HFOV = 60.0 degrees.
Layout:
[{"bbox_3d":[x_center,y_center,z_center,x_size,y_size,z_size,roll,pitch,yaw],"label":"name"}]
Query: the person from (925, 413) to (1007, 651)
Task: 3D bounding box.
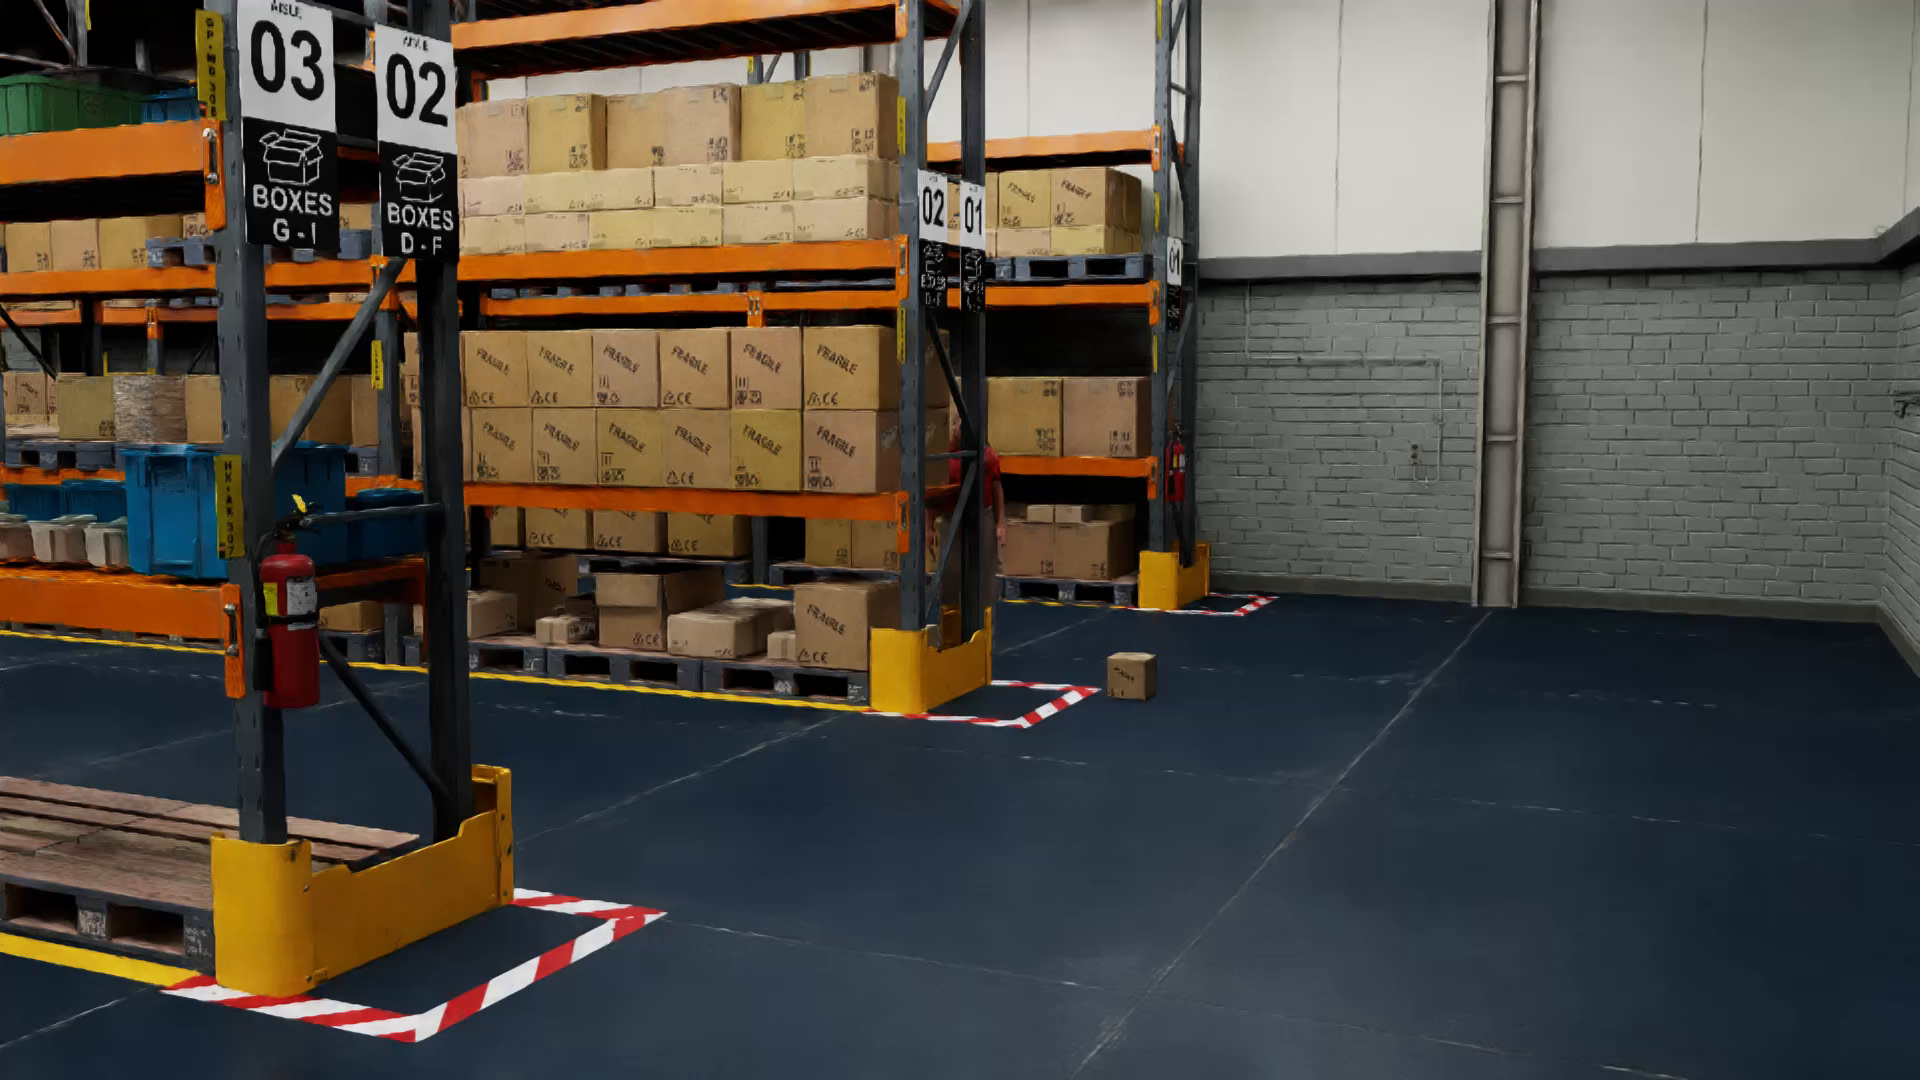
[{"bbox_3d":[0.042,-0.068,12.091,0.597,1.739,0.381,0,6,3],"label":"person"}]
